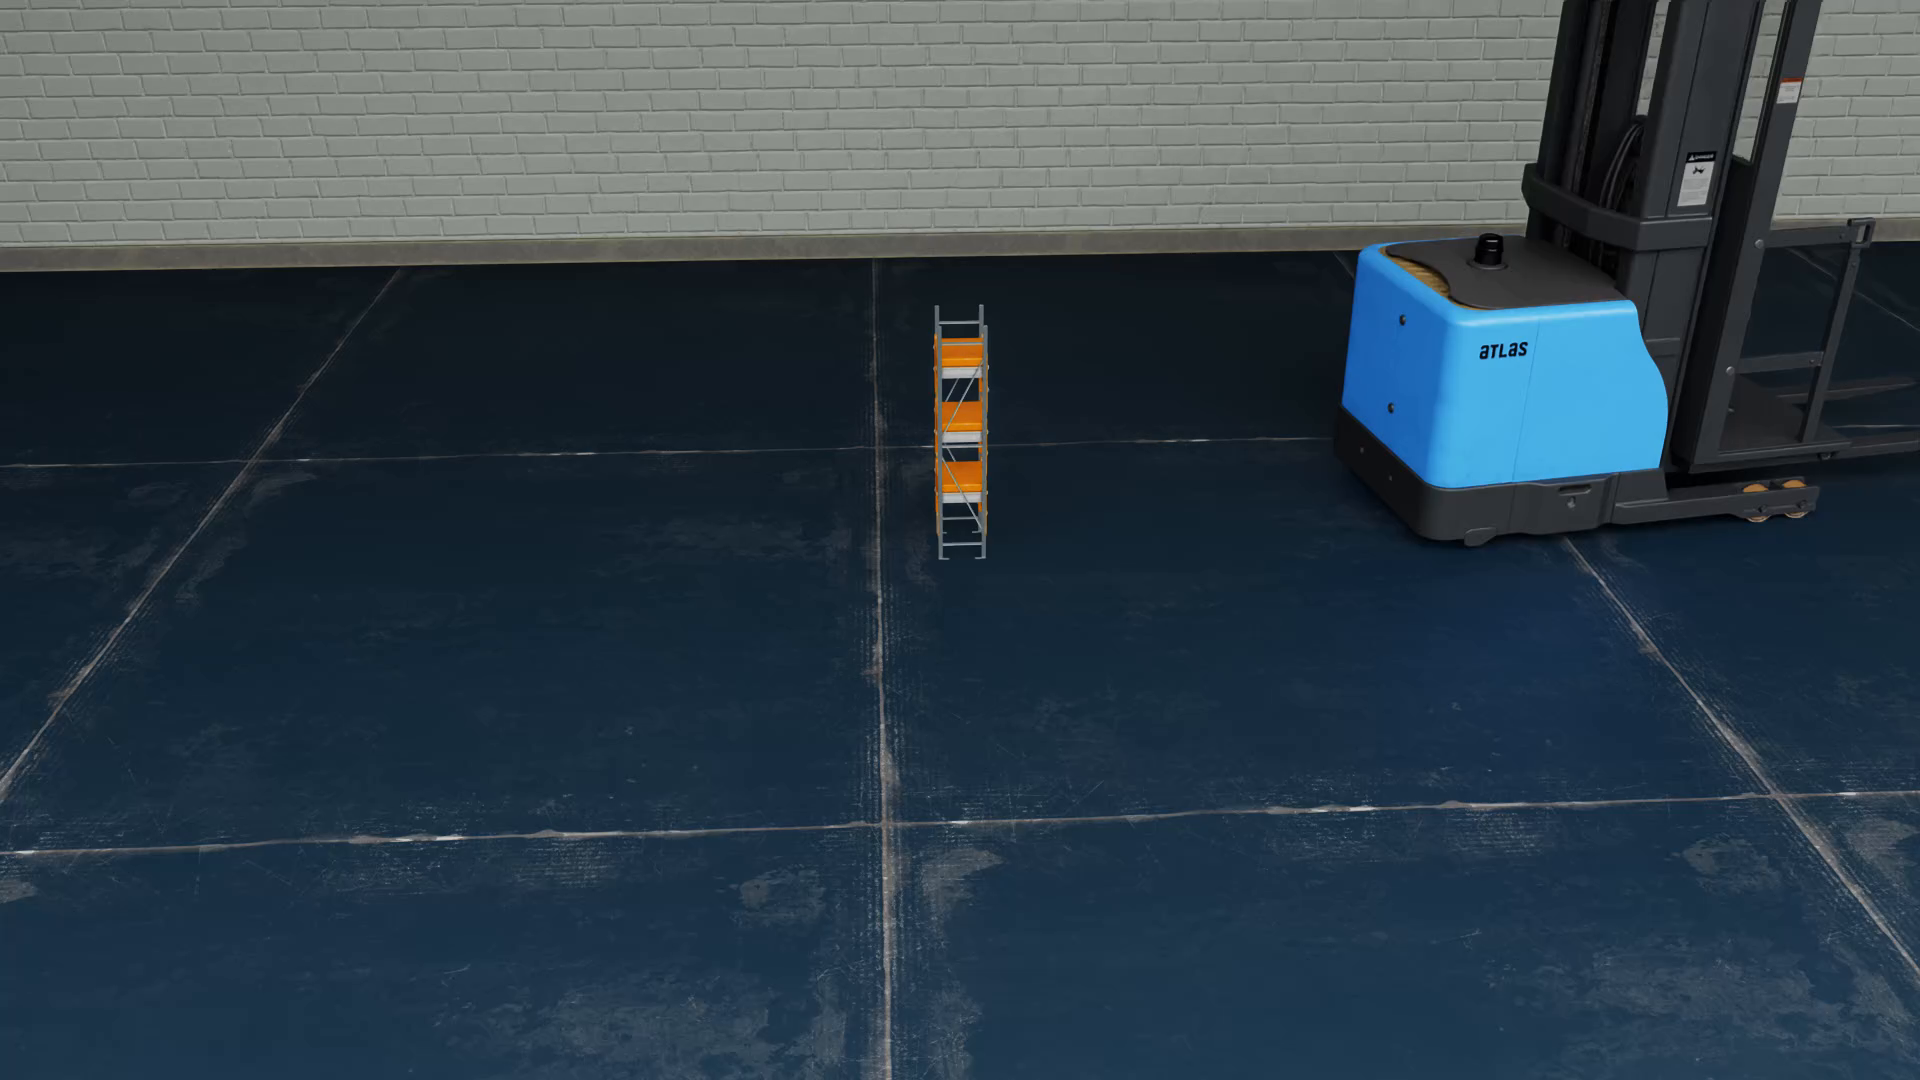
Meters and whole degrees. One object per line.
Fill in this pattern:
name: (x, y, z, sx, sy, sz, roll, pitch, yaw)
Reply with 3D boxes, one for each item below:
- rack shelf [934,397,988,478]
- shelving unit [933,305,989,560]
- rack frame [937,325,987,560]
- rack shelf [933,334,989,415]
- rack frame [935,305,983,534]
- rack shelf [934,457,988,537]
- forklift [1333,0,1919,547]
rack shelf: (0.003, -0.431, 6.965, 0.215, 0.259, 0.240, -1, 28, -3)
shelving unit: (0.003, -0.441, 6.960, 0.215, 1.050, 0.252, -1, 28, -3)
rack frame: (0.009, -0.384, 6.852, 0.200, 1.050, 0.008, -1, 28, -3)
rack shelf: (0.003, -0.683, 6.834, 0.215, 0.259, 0.240, -1, 28, -3)
rack frame: (-0.004, -0.497, 7.068, 0.200, 1.050, 0.008, -1, 28, -3)
rack shelf: (0.003, -0.185, 7.093, 0.215, 0.259, 0.240, -1, 28, -3)
forklift: (3.347, -1.610, 7.168, 3.031, 2.935, 1.130, -6, 28, -11)
